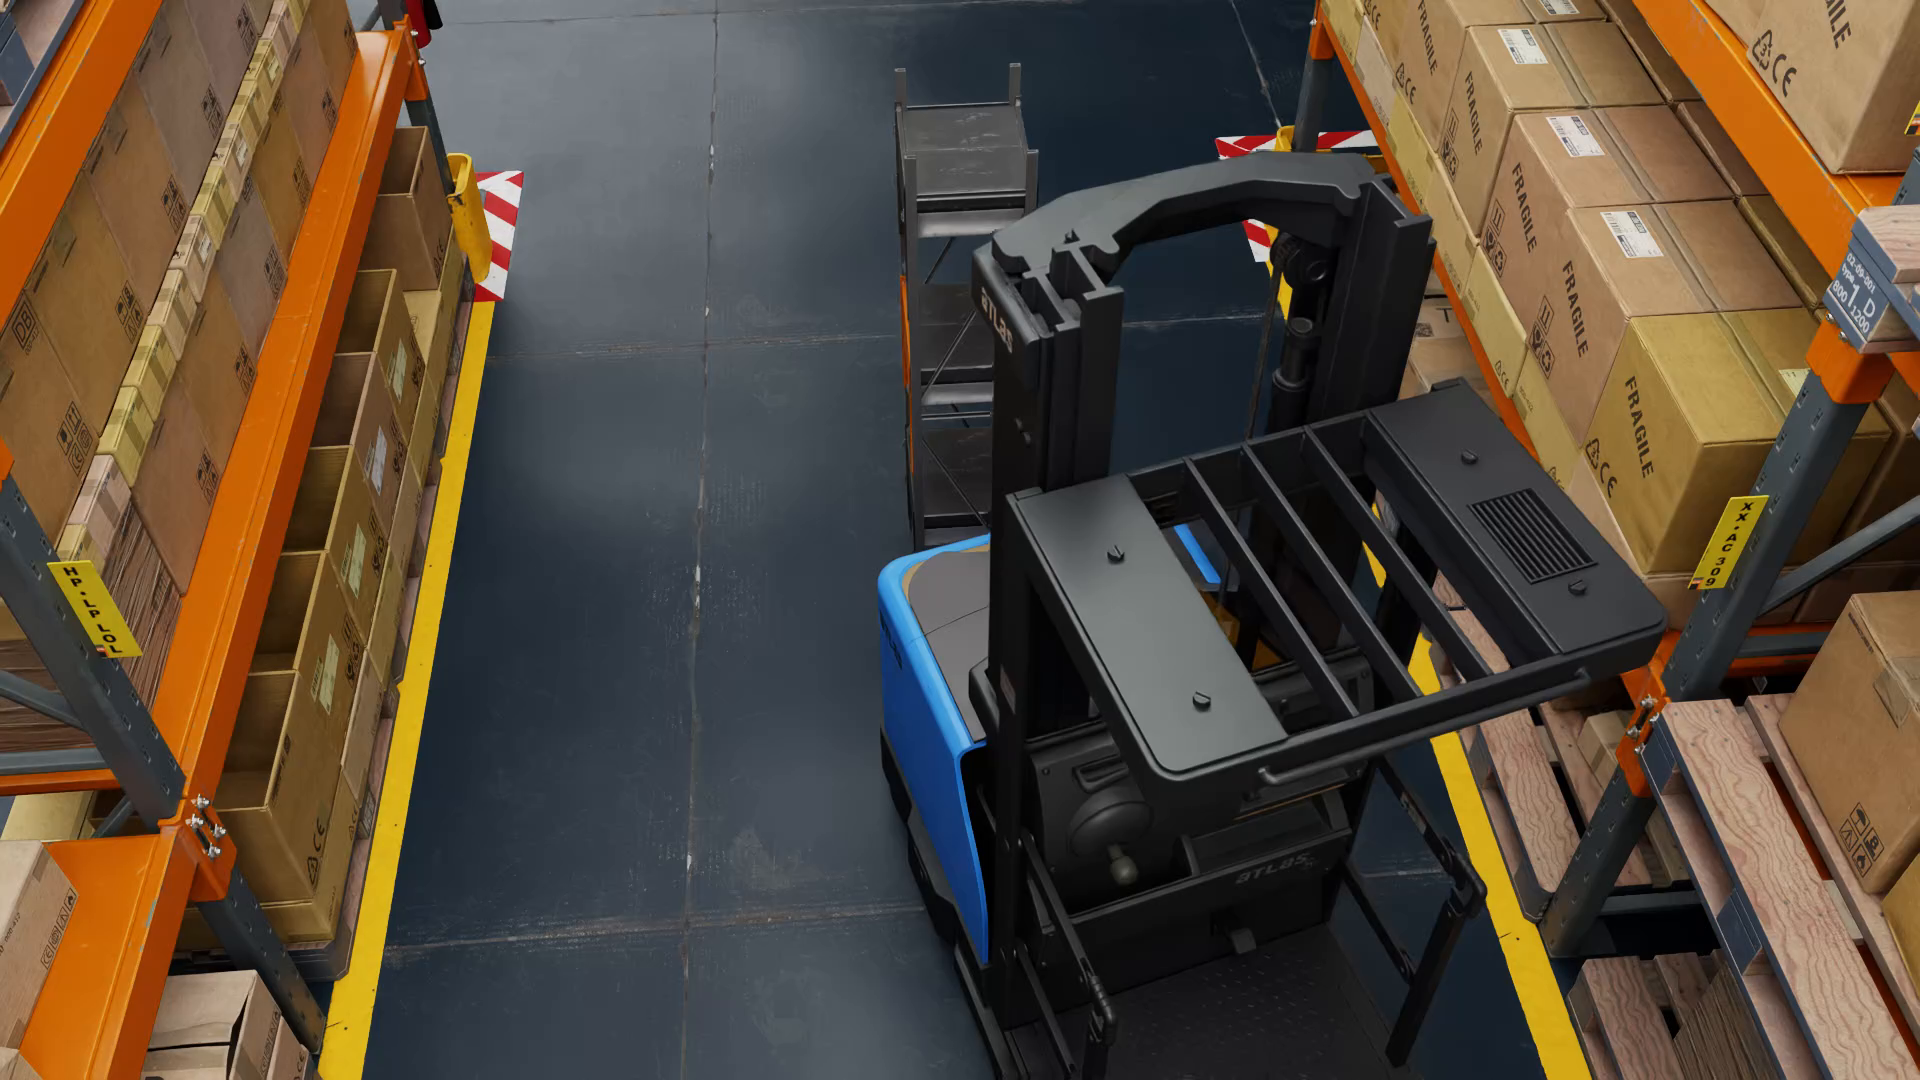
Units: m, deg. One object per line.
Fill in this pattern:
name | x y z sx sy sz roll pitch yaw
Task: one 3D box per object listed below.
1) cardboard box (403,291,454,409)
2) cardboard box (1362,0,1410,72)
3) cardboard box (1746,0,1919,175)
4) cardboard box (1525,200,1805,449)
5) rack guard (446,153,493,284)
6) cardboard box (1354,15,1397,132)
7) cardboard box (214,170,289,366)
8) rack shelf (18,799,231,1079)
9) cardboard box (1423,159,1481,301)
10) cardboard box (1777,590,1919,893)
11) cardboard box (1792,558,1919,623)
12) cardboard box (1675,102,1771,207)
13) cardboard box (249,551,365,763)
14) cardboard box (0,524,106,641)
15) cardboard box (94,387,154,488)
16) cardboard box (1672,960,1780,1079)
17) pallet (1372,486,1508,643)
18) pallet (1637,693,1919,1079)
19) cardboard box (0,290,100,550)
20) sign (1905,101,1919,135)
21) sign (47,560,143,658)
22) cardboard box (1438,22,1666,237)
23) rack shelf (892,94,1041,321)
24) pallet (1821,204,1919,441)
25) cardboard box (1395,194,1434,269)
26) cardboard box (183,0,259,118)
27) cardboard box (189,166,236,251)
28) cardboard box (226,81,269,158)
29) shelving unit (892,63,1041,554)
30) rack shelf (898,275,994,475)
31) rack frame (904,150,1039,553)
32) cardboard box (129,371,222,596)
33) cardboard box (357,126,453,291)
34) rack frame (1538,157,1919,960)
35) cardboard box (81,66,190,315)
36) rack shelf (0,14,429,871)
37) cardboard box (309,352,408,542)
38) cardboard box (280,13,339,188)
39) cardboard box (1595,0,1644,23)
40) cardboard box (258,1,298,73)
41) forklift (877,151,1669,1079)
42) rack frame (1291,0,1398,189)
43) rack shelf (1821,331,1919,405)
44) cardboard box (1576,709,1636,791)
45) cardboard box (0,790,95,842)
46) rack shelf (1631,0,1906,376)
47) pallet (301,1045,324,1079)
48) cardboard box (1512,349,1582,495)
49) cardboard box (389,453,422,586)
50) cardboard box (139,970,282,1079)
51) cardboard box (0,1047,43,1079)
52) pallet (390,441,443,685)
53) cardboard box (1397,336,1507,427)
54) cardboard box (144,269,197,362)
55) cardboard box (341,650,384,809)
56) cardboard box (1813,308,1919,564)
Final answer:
cardboard box | -2.452 -0.790 7.036 0.500 0.250 0.500 -3 47 -3
cardboard box | 1.862 -2.117 6.262 0.500 0.500 0.500 -3 47 -3
cardboard box | 2.137 -1.156 3.631 0.500 0.500 0.500 -2 47 -2
cardboard box | 2.030 -0.629 4.852 0.500 0.500 0.500 -4 47 -4
rack guard | -2.848 -1.480 7.807 1.175 0.500 0.348 -3 47 -3
cardboard box | 1.873 -1.834 6.510 0.500 0.250 0.500 -5 47 -5
cardboard box | -2.687 -0.898 5.465 0.700 0.500 0.500 -2 47 -2
rack shelf | -2.343 2.267 3.033 1.077 0.370 4.000 -3 47 -3
cardboard box | 1.949 -1.099 5.814 0.500 0.250 0.500 -3 47 -3
cardboard box | 2.434 0.453 3.883 0.700 0.500 0.500 -3 47 -3
cardboard box | 2.600 -0.040 4.811 0.500 0.250 0.500 -3 47 -3
cardboard box | 2.518 -1.033 5.235 0.500 0.500 0.500 -2 47 -2
cardboard box | -2.287 0.400 5.394 0.500 0.500 0.500 -3 47 -3
cardboard box | -2.340 0.109 4.066 0.380 0.149 0.250 -4 47 -3
cardboard box | -2.385 -0.260 4.414 0.380 0.149 0.250 -5 47 -4
cardboard box | 2.504 1.508 4.674 0.700 0.500 0.500 -2 47 -2
pallet | 2.229 -0.141 6.738 1.003 0.211 1.213 -3 47 -3
pallet | 2.344 0.896 3.967 1.003 0.211 1.213 -3 47 -3
cardboard box | -2.554 -0.229 3.938 0.700 0.500 0.500 -3 47 -3
sign | 1.885 -0.902 3.116 0.100 0.325 0.005 -3 47 -3
sign | -1.971 0.161 3.788 0.100 0.325 0.005 -3 47 -3
cardboard box | 1.954 -1.370 5.554 0.500 0.500 0.500 -2 47 -2
rack shelf | 0.014 -1.074 5.376 0.431 0.518 0.480 -3 47 -3
pallet | 2.371 -0.245 2.980 1.213 0.211 1.003 -3 47 -3
cardboard box | 2.059 -1.346 7.508 0.500 0.311 0.500 -8 47 -8
cardboard box | -2.722 -1.681 5.313 0.700 0.500 0.500 -3 47 -3
cardboard box | -2.473 -1.012 5.127 0.380 0.149 0.250 -4 47 -4
cardboard box | -2.514 -1.378 5.473 0.380 0.149 0.250 -2 47 -2
shelving unit | 0.014 -0.602 5.874 0.431 2.100 0.503 -3 47 -3
rack shelf | 0.014 -0.593 5.884 0.431 0.518 0.480 -3 47 -3
rack frame | 0.034 -0.426 5.707 0.400 2.100 0.015 -3 47 -3
cardboard box | -2.605 -0.164 4.770 0.700 0.500 0.500 -4 47 -4
cardboard box | -2.504 -1.409 7.106 0.500 0.500 0.500 -3 47 -3
rack frame | 2.425 0.269 4.430 1.000 3.000 0.127 -3 47 -3
cardboard box | -2.639 -0.957 4.628 0.700 0.500 0.500 -4 47 -3
rack shelf | -2.678 -0.627 5.774 1.077 0.370 4.000 -3 47 -3
cardboard box | -2.365 -0.324 6.079 0.500 0.500 0.500 -3 47 -3
cardboard box | -2.770 -1.638 6.166 0.700 0.500 0.500 -2 47 -2
cardboard box | 2.422 -1.772 5.935 0.500 0.500 0.500 -5 47 -4
cardboard box | -2.560 -1.758 5.833 0.380 0.149 0.250 -3 47 -3
forklift | 0.706 0.688 4.080 1.130 2.935 3.031 -15 48 -14
rack frame | 2.090 -2.626 7.171 1.000 3.000 0.127 -3 47 -3
rack shelf | 2.593 0.931 2.231 1.077 0.370 4.000 -3 47 -3
cardboard box | 2.351 0.706 5.664 0.380 0.166 0.250 -9 47 -8
cardboard box | -2.767 1.051 5.293 0.500 0.250 0.500 -3 47 -3
rack shelf | 2.258 -1.963 4.972 1.077 0.370 4.000 -3 47 -3
pallet | -2.410 2.062 4.652 1.003 0.211 1.213 -3 47 -3
cardboard box | 2.050 -0.372 5.126 0.500 0.250 0.500 -3 47 -3
cardboard box | -2.369 -0.066 6.351 0.500 0.250 0.500 -3 47 -3
cardboard box | -2.191 1.456 4.523 0.500 0.311 0.500 -3 47 -3
cardboard box | -2.254 1.243 3.599 0.396 0.266 0.258 -5 47 -4
pallet | -2.641 0.068 6.540 1.003 0.211 1.213 -3 47 -3
cardboard box | 2.118 -0.465 6.543 0.700 0.500 0.500 -6 47 -6
cardboard box | -2.427 -0.630 4.765 0.380 0.149 0.250 -5 47 -5
cardboard box | -2.284 0.657 5.666 0.500 0.250 0.500 -3 47 -3
cardboard box | 2.594 -0.297 4.539 0.500 0.500 0.500 -4 47 -4
